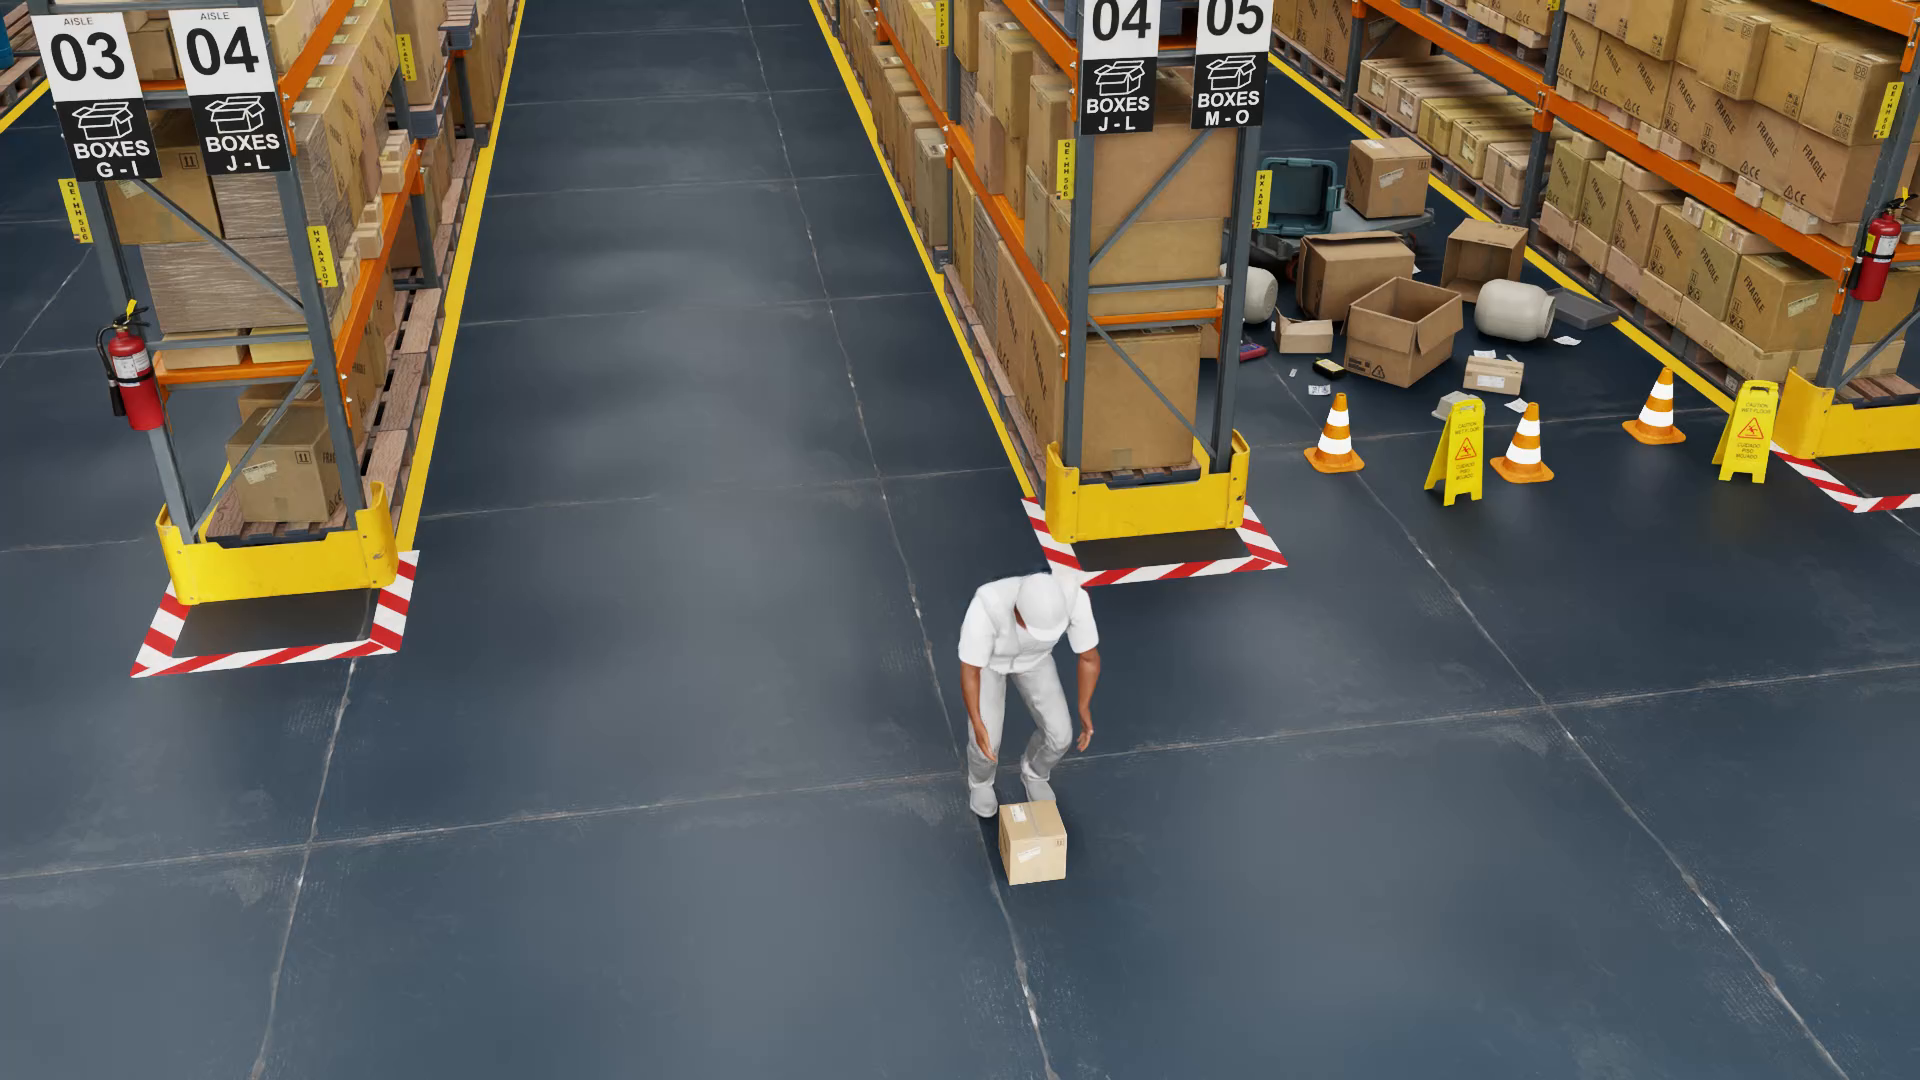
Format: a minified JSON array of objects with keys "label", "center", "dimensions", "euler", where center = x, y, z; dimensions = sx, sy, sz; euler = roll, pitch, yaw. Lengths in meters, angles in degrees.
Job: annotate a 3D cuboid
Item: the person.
[{"label":"person","center":[0.289,0.626,7.414],"dimensions":[0.631,1.399,0.763],"euler":[-5,31,-9]}]
